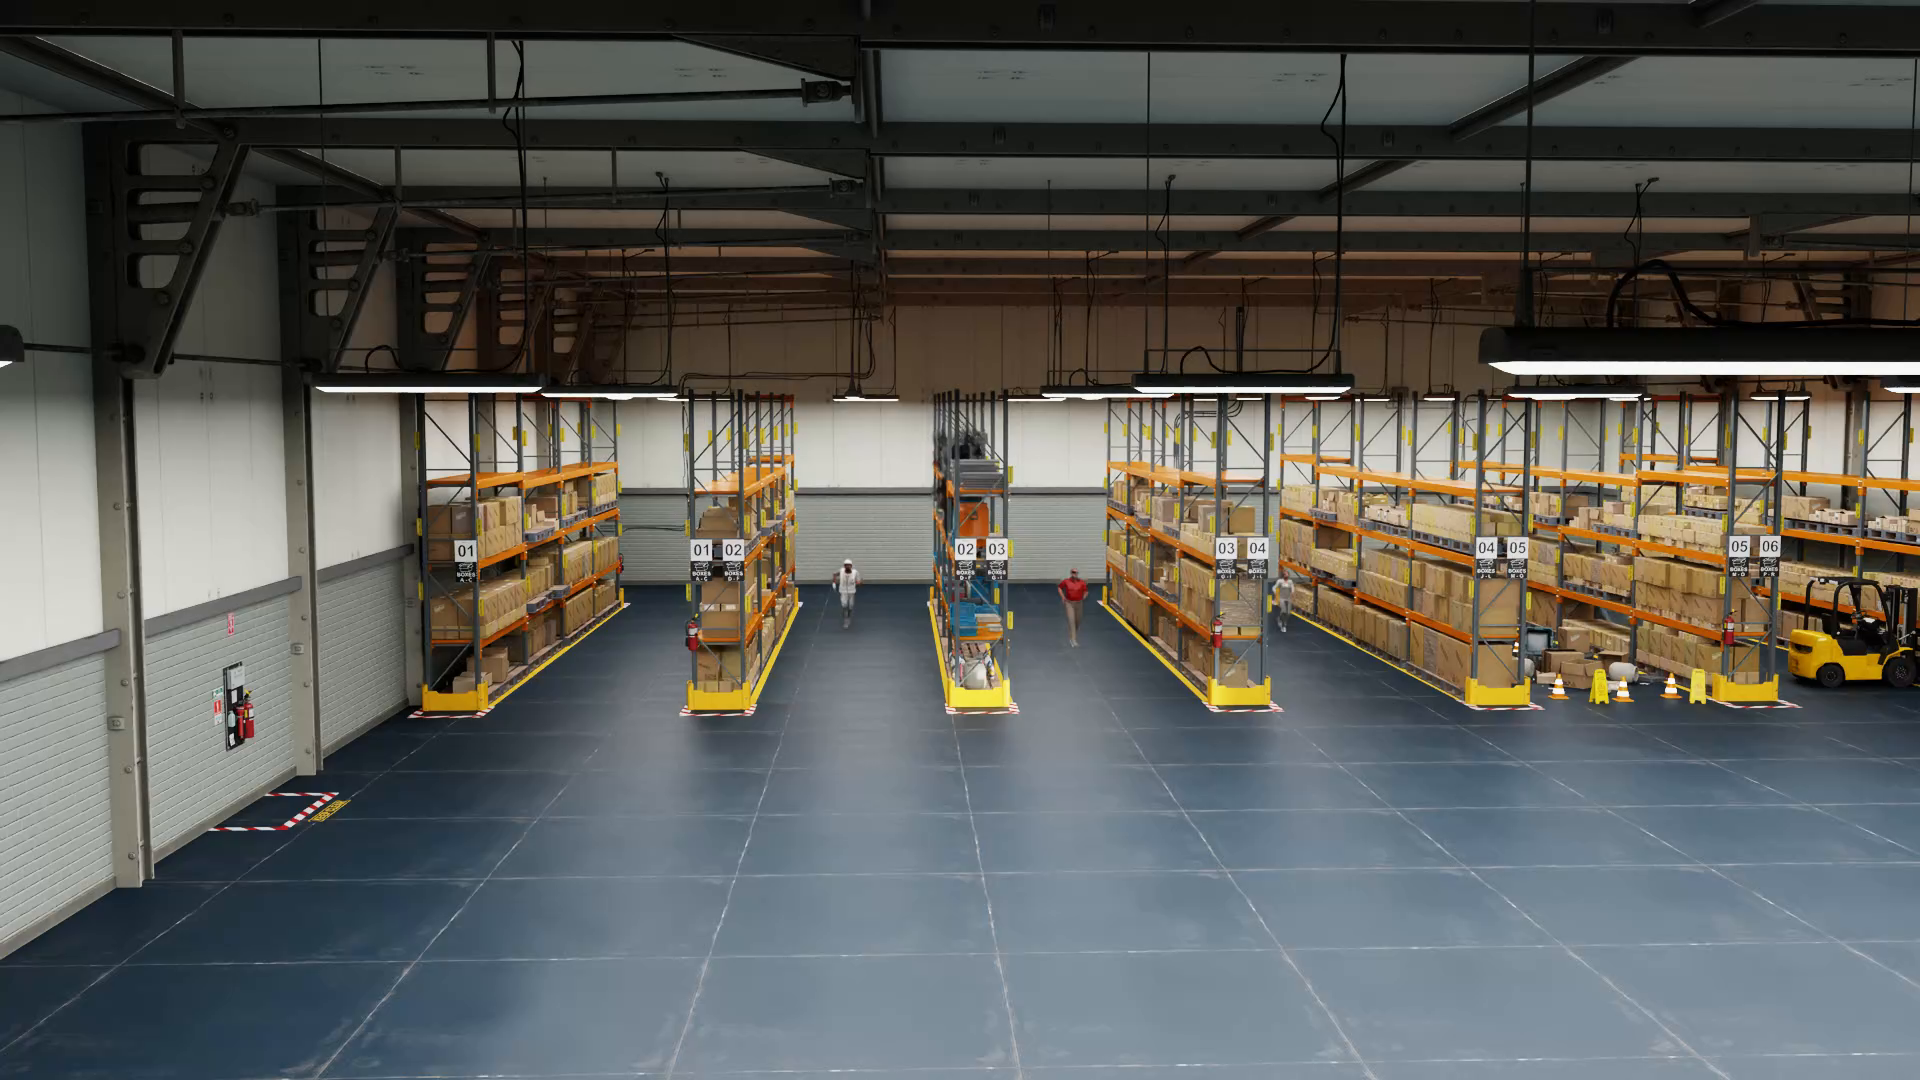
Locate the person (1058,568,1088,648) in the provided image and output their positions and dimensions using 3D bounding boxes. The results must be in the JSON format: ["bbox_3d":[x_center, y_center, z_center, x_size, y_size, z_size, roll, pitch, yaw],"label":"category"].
[{"bbox_3d":[2.580,1.515,37.593,0.664,1.757,0.869,-1,5,-10],"label":"person"}]

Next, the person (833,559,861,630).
[{"bbox_3d":[-2.882,1.376,42.483,0.714,1.788,0.842,0,5,-4],"label":"person"}]

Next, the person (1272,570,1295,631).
[{"bbox_3d":[8.169,1.532,41.792,0.524,1.561,0.559,-1,5,-7],"label":"person"}]

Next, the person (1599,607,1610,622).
[{"bbox_3d":[16.398,1.359,42.409,0.705,1.747,0.991,-1,5,-7],"label":"person"}]
